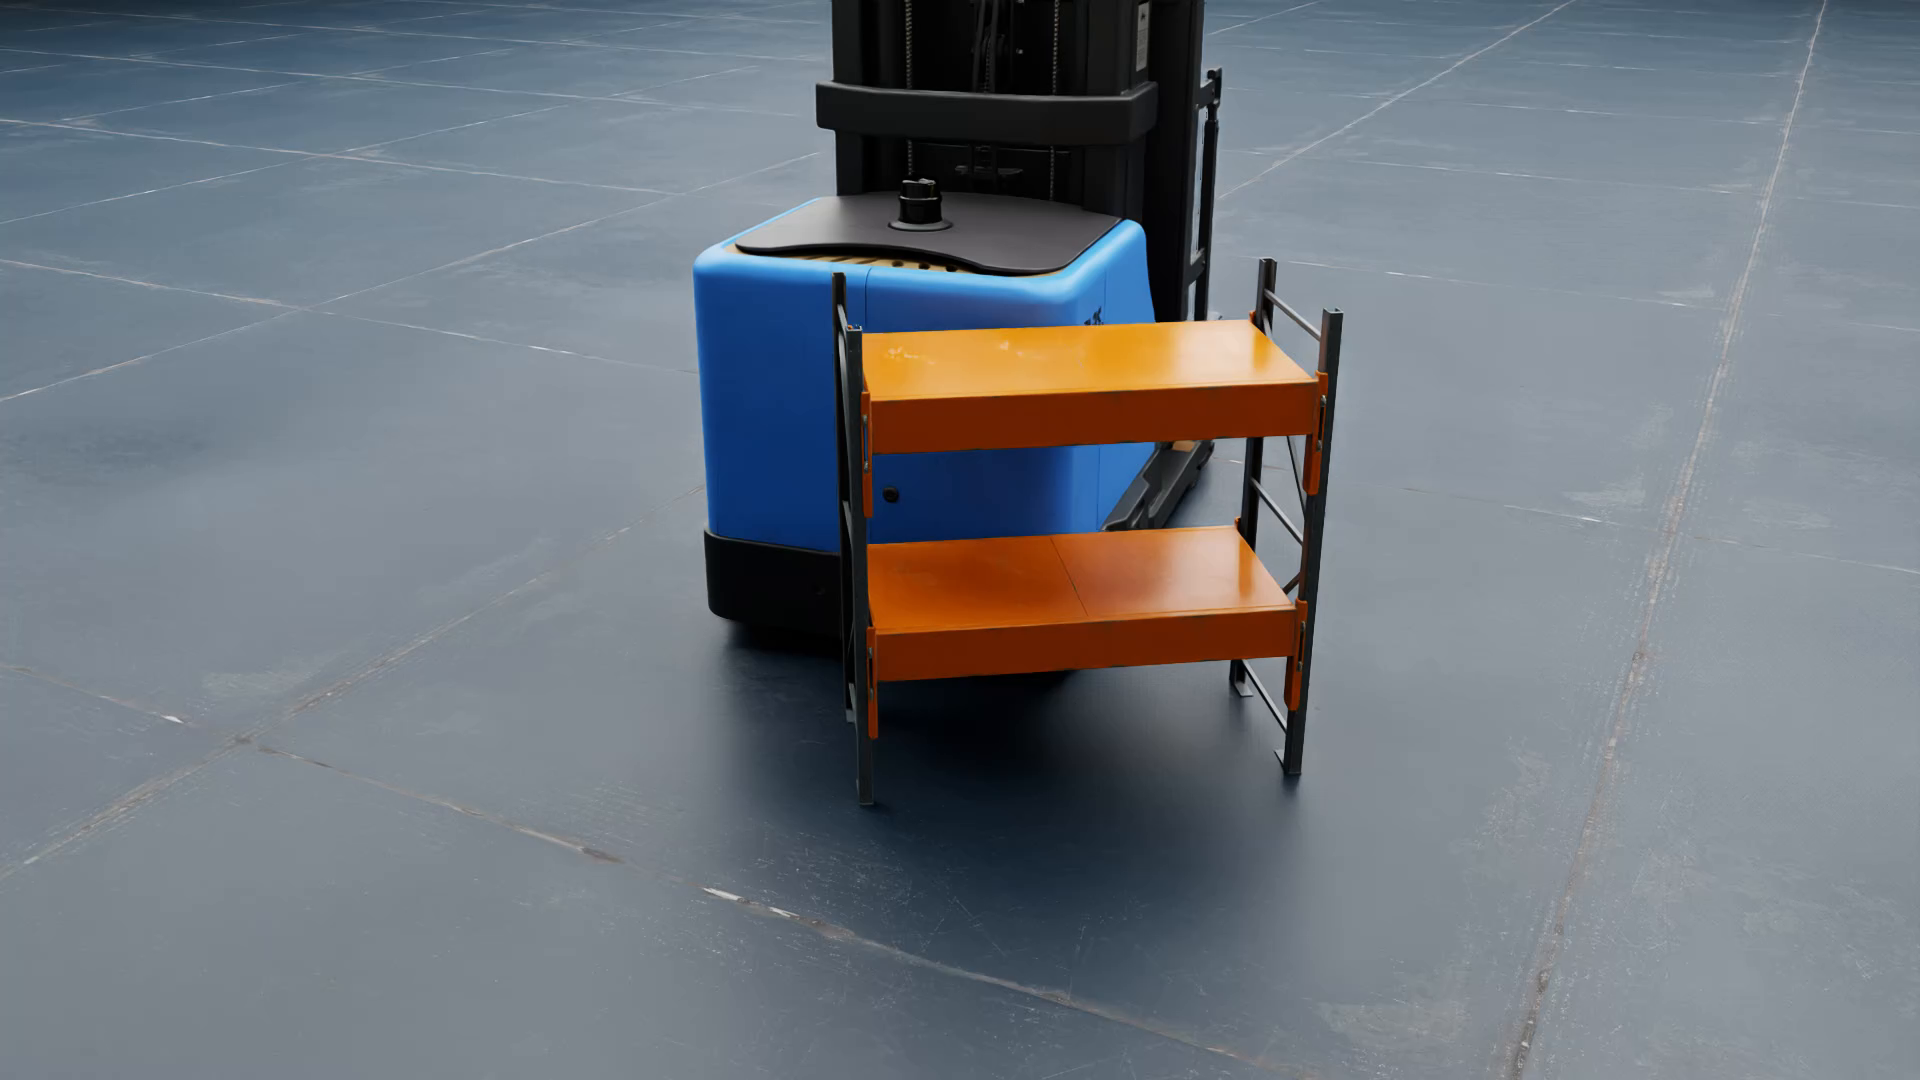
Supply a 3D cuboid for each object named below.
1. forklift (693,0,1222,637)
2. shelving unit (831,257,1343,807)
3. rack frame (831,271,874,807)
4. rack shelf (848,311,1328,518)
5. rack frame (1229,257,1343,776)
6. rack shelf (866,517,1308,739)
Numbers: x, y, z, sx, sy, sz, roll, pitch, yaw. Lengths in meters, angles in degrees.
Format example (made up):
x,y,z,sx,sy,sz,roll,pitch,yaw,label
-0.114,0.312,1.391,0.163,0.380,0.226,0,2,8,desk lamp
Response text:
x,y,z,sx,sy,sz,roll,pitch,yaw,label
0.263,-1.570,5.196,1.130,2.935,3.031,8,24,18,forklift
0.256,-0.031,3.884,1.048,1.125,0.538,-3,23,-7,shelving unit
-0.248,-0.004,3.821,0.032,1.125,0.500,-3,23,-7,rack frame
0.256,-0.300,3.770,1.000,0.278,0.538,-3,23,-7,rack shelf
0.760,-0.057,3.948,0.032,1.125,0.500,-3,23,-7,rack frame
0.256,0.194,3.980,1.000,0.278,0.538,-3,23,-7,rack shelf
